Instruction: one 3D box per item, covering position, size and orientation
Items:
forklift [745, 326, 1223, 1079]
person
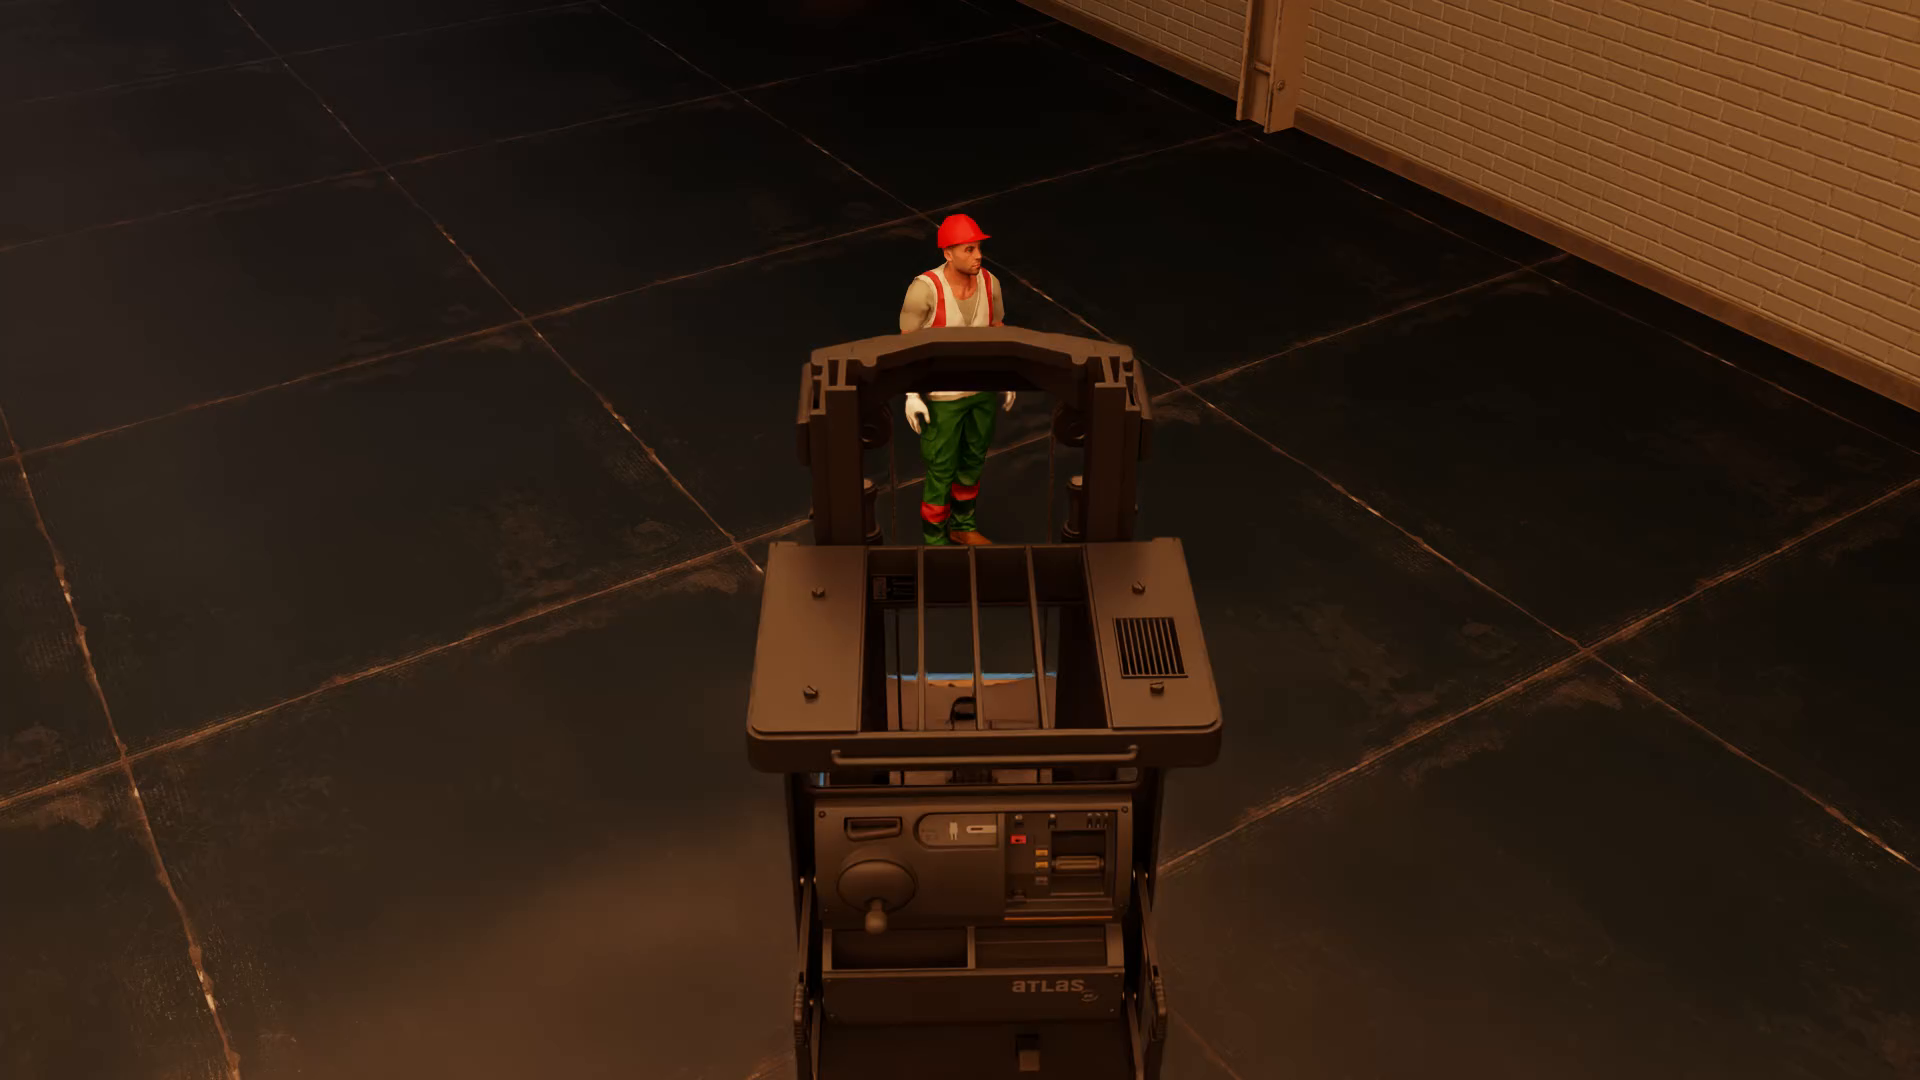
[{"bbox_3d":[0.048,1.013,4.706,1.130,2.935,3.031,-1,35,-1],"label":"forklift"},{"bbox_3d":[0.034,-0.695,8.118,0.637,1.790,0.562,-21,40,-27],"label":"person"}]
